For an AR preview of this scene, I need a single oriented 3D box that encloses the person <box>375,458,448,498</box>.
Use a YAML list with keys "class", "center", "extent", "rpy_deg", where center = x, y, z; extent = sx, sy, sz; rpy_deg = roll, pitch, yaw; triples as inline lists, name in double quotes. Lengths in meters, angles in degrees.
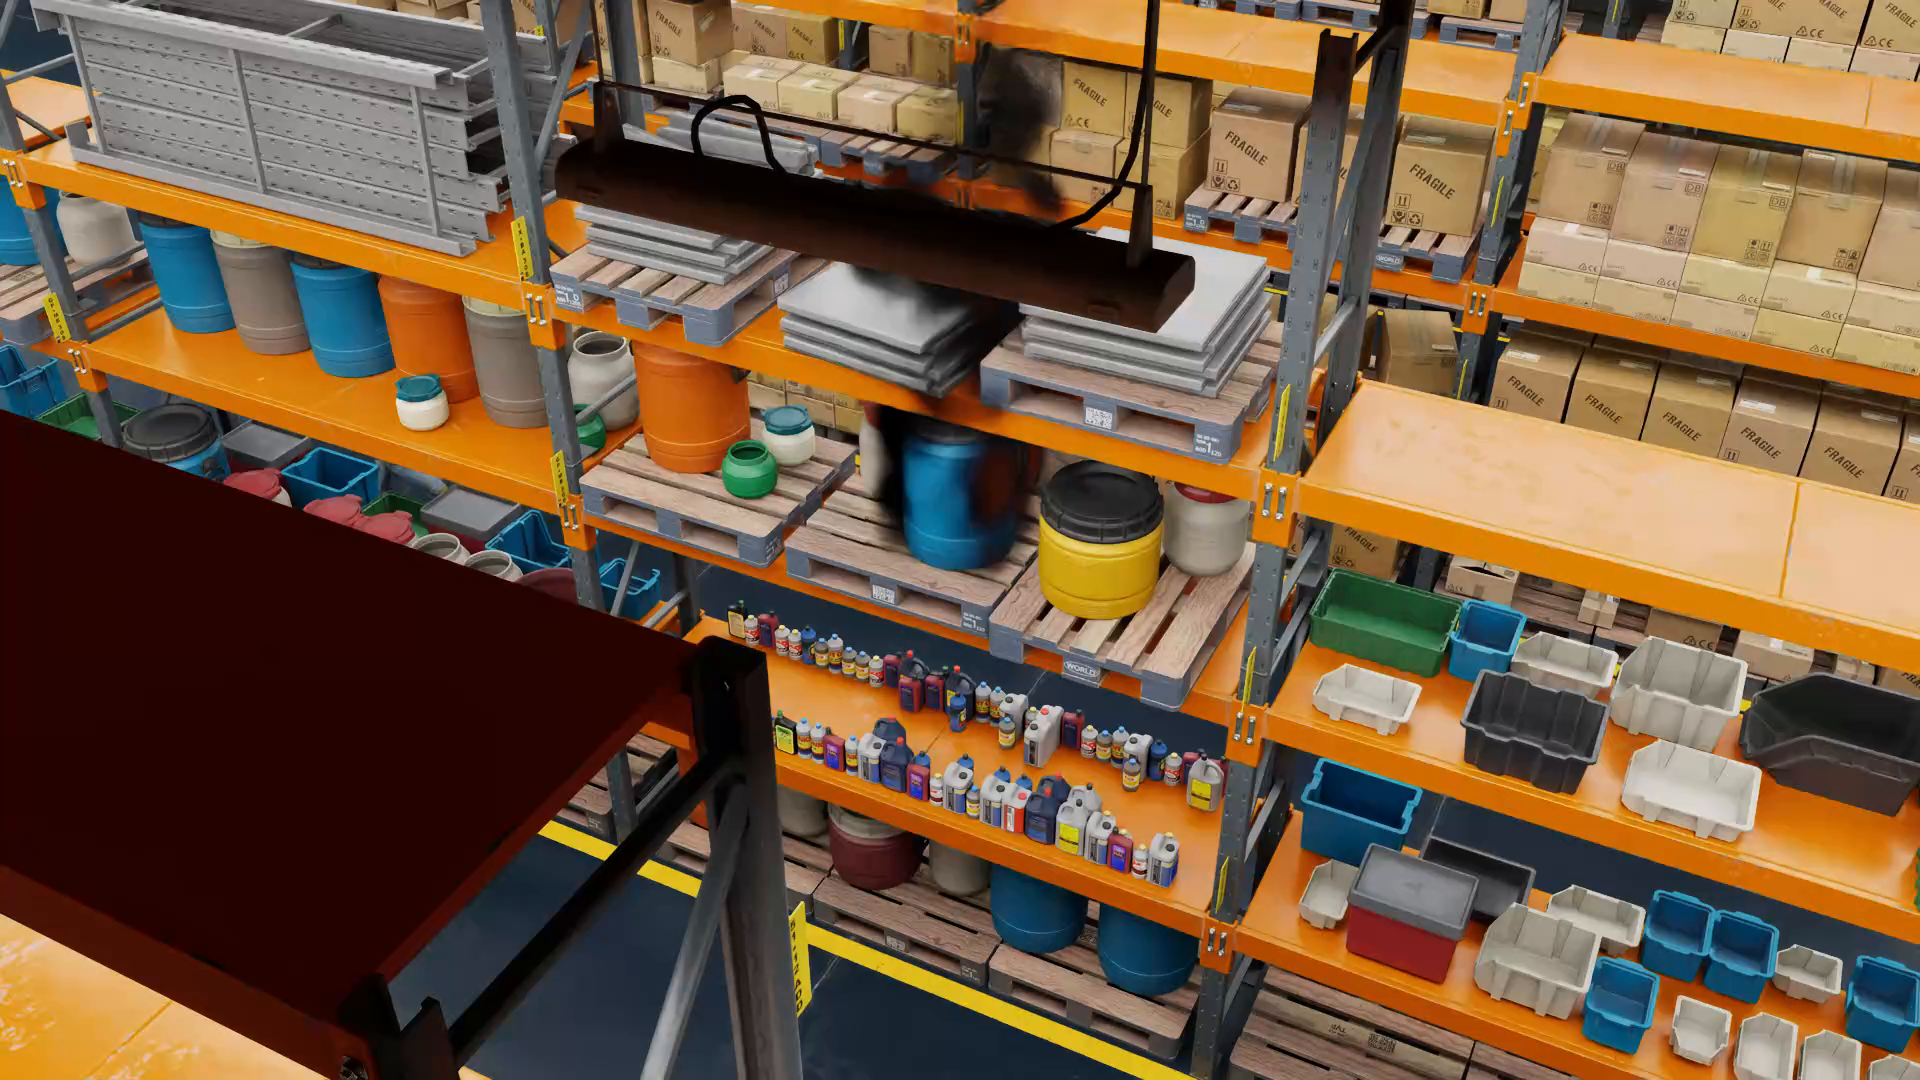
- class: "person"
  center: [-4.700, -0.965, 13.718]
  extent: [0.992, 1.750, 0.705]
  rpy_deg: [13, 37, 18]
